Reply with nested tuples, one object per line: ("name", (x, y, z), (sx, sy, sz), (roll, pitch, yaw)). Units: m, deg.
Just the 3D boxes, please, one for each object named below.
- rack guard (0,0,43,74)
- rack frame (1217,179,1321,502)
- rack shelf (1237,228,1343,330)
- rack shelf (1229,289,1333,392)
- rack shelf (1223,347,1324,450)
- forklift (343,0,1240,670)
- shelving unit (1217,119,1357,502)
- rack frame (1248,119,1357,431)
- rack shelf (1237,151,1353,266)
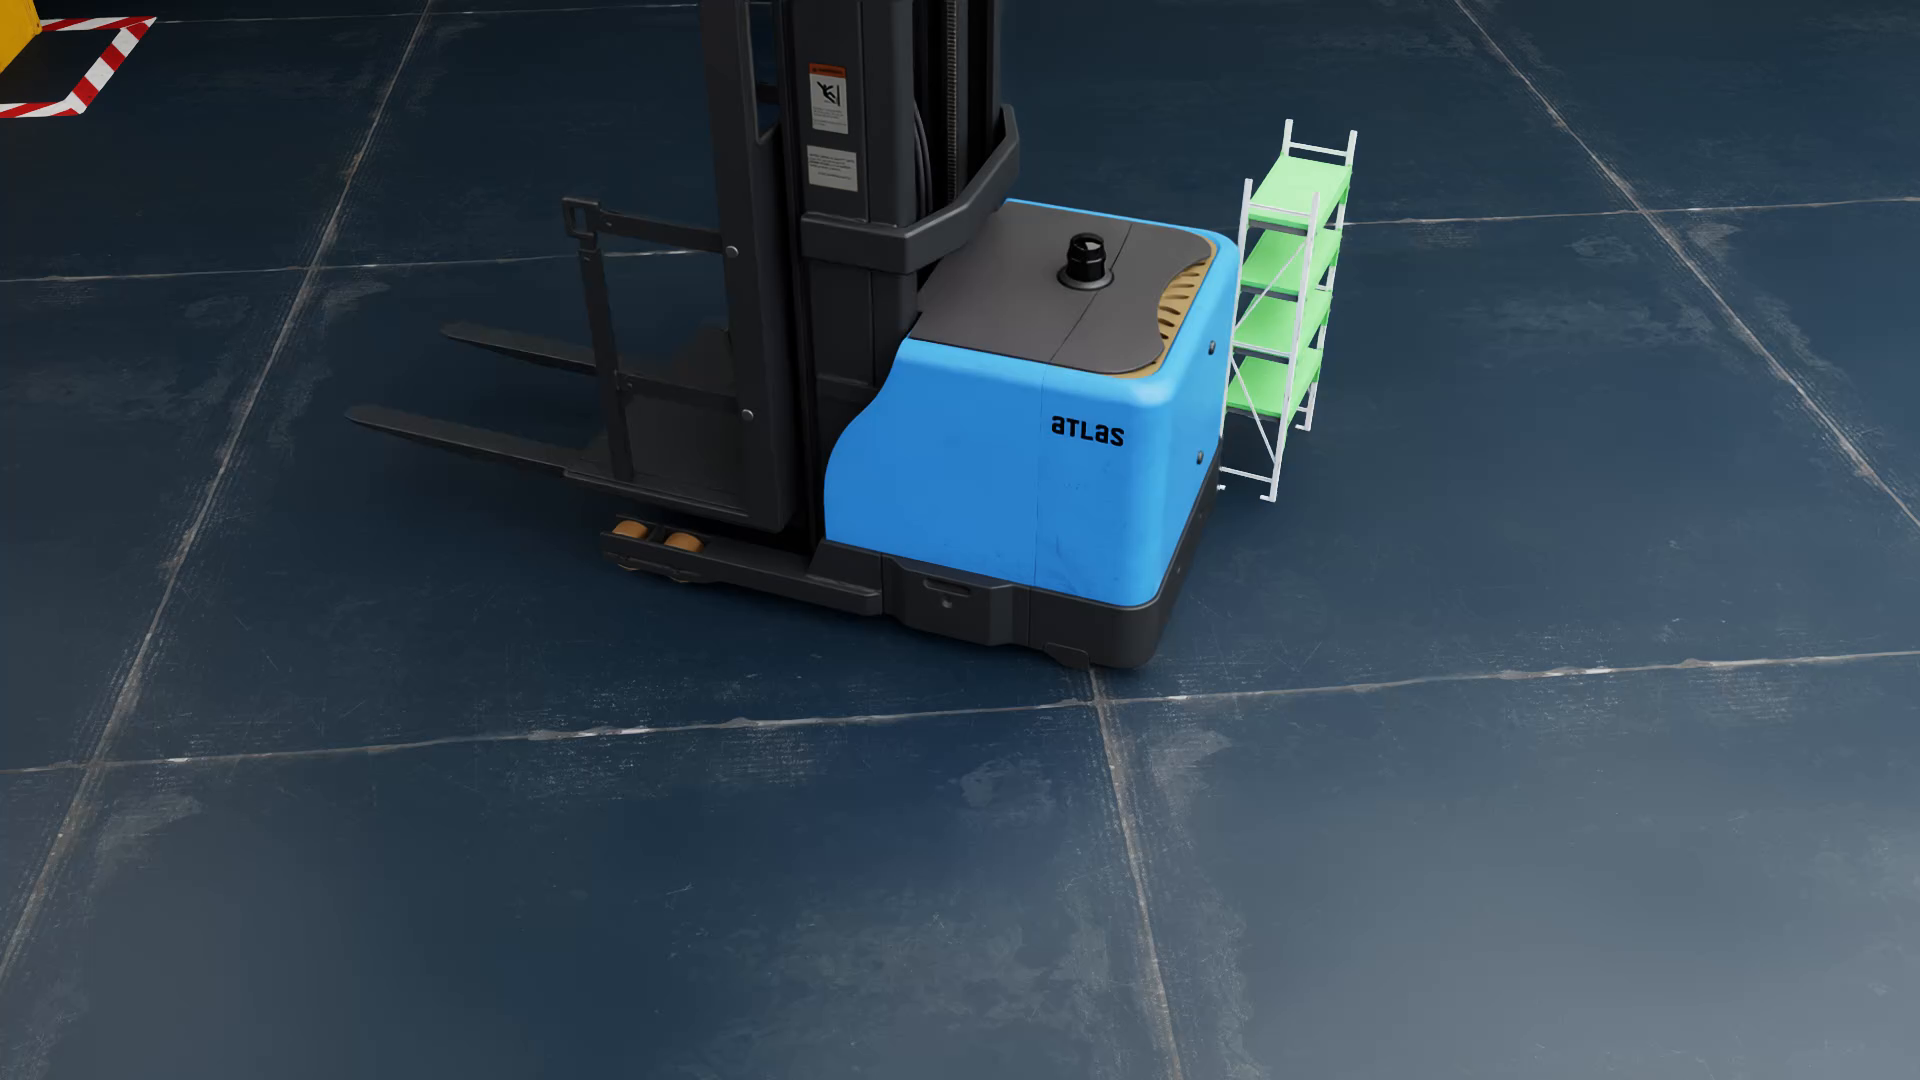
("rack guard", (-5.315, -2.746, 8.827), (0.348, 0.500, 1.175), (-3, 38, -4))
("rack frame", (1.013, -0.639, 5.591), (0.240, 1.200, 0.015), (15, 41, 19))
("rack shelf", (1.112, -0.916, 5.657), (0.258, 0.148, 0.480), (15, 41, 19))
("rack shelf", (1.112, -0.727, 5.806), (0.258, 0.148, 0.480), (15, 41, 19))
("rack shelf", (1.112, -0.539, 5.955), (0.258, 0.148, 0.480), (15, 41, 19))
("forklift", (-0.677, -1.301, 5.033), (3.031, 2.935, 1.130), (13, 40, 15))
("shelving unit", (1.112, -0.777, 5.767), (0.258, 1.200, 0.503), (15, 41, 19))
("rack frame", (1.210, -0.916, 5.942), (0.240, 1.200, 0.015), (15, 41, 19))
("rack shelf", (1.112, -1.104, 5.509), (0.258, 0.148, 0.480), (15, 41, 19))
